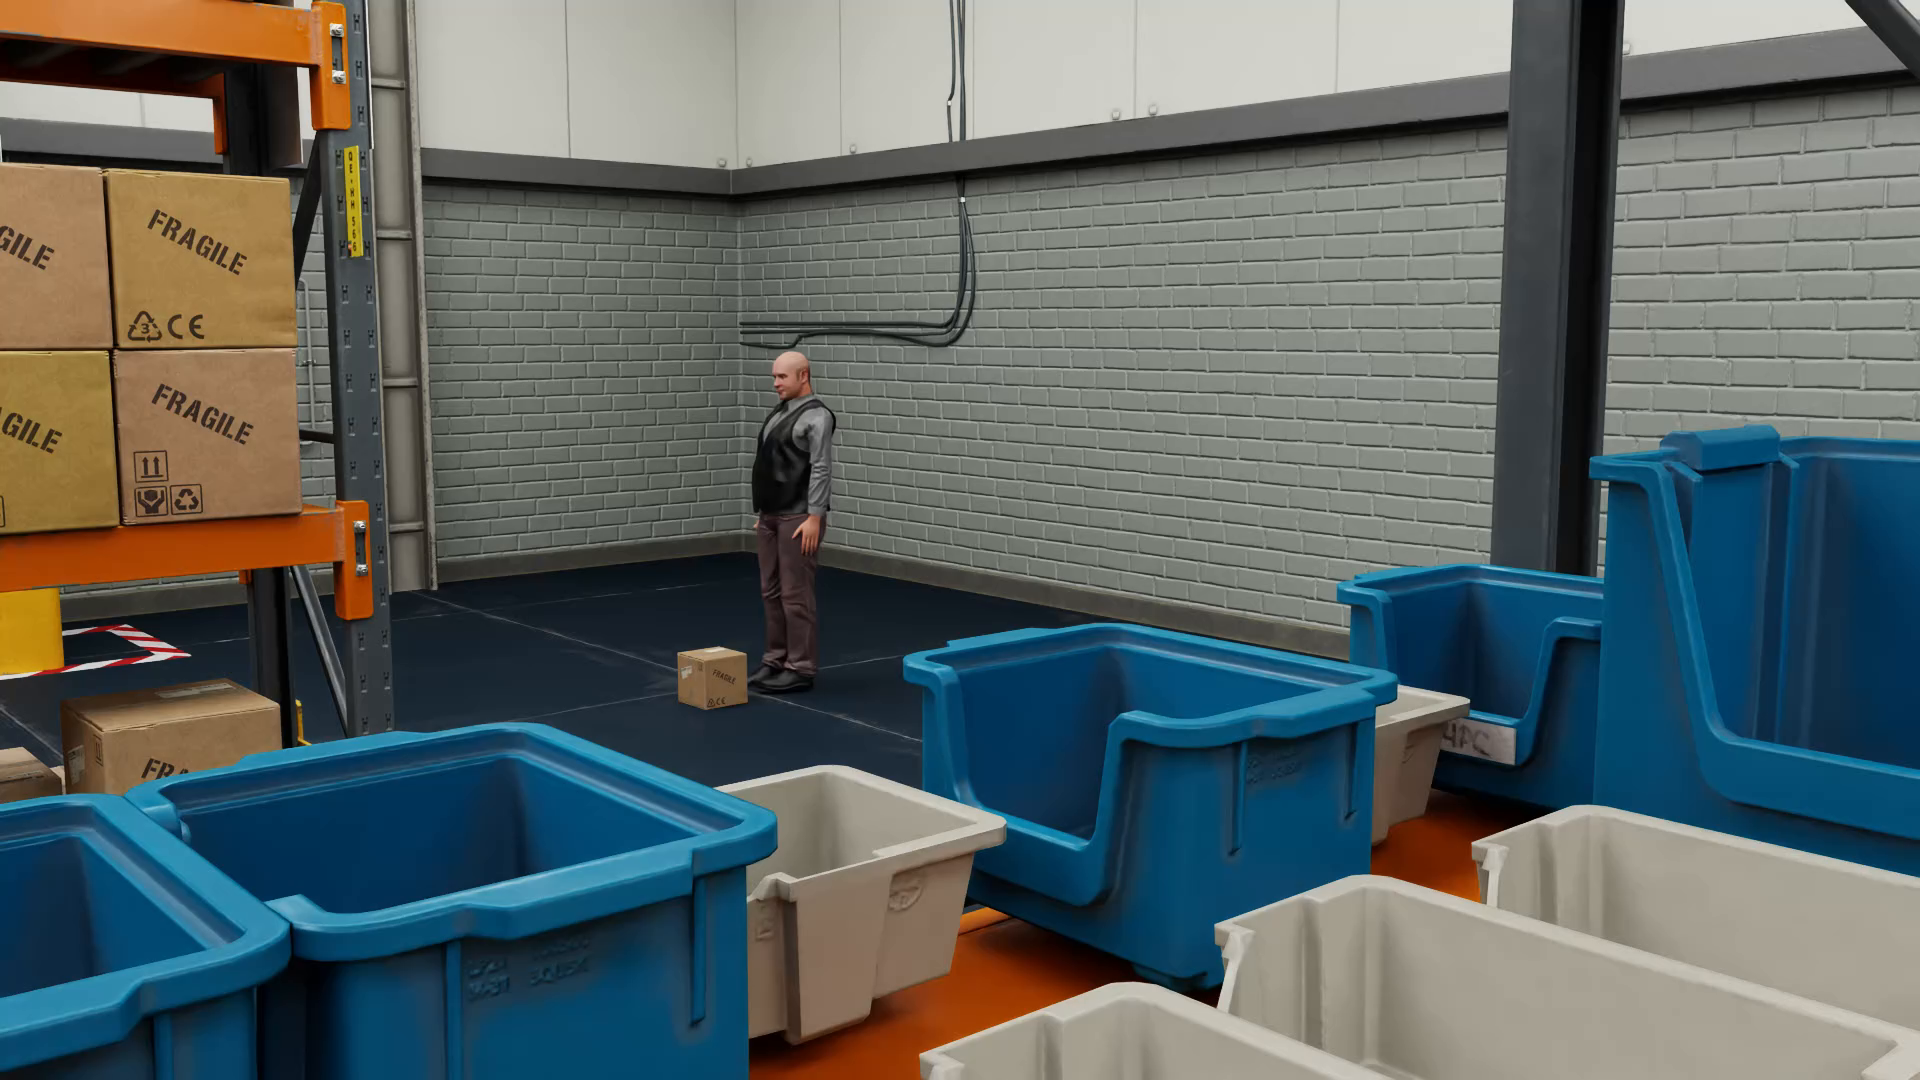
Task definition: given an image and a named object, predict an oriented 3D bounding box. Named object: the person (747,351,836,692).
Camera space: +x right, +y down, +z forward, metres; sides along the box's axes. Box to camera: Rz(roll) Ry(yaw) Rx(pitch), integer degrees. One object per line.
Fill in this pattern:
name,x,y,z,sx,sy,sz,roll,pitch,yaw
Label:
person,-0.887,-0.087,8.502,0.413,1.744,0.548,-5,9,-33
